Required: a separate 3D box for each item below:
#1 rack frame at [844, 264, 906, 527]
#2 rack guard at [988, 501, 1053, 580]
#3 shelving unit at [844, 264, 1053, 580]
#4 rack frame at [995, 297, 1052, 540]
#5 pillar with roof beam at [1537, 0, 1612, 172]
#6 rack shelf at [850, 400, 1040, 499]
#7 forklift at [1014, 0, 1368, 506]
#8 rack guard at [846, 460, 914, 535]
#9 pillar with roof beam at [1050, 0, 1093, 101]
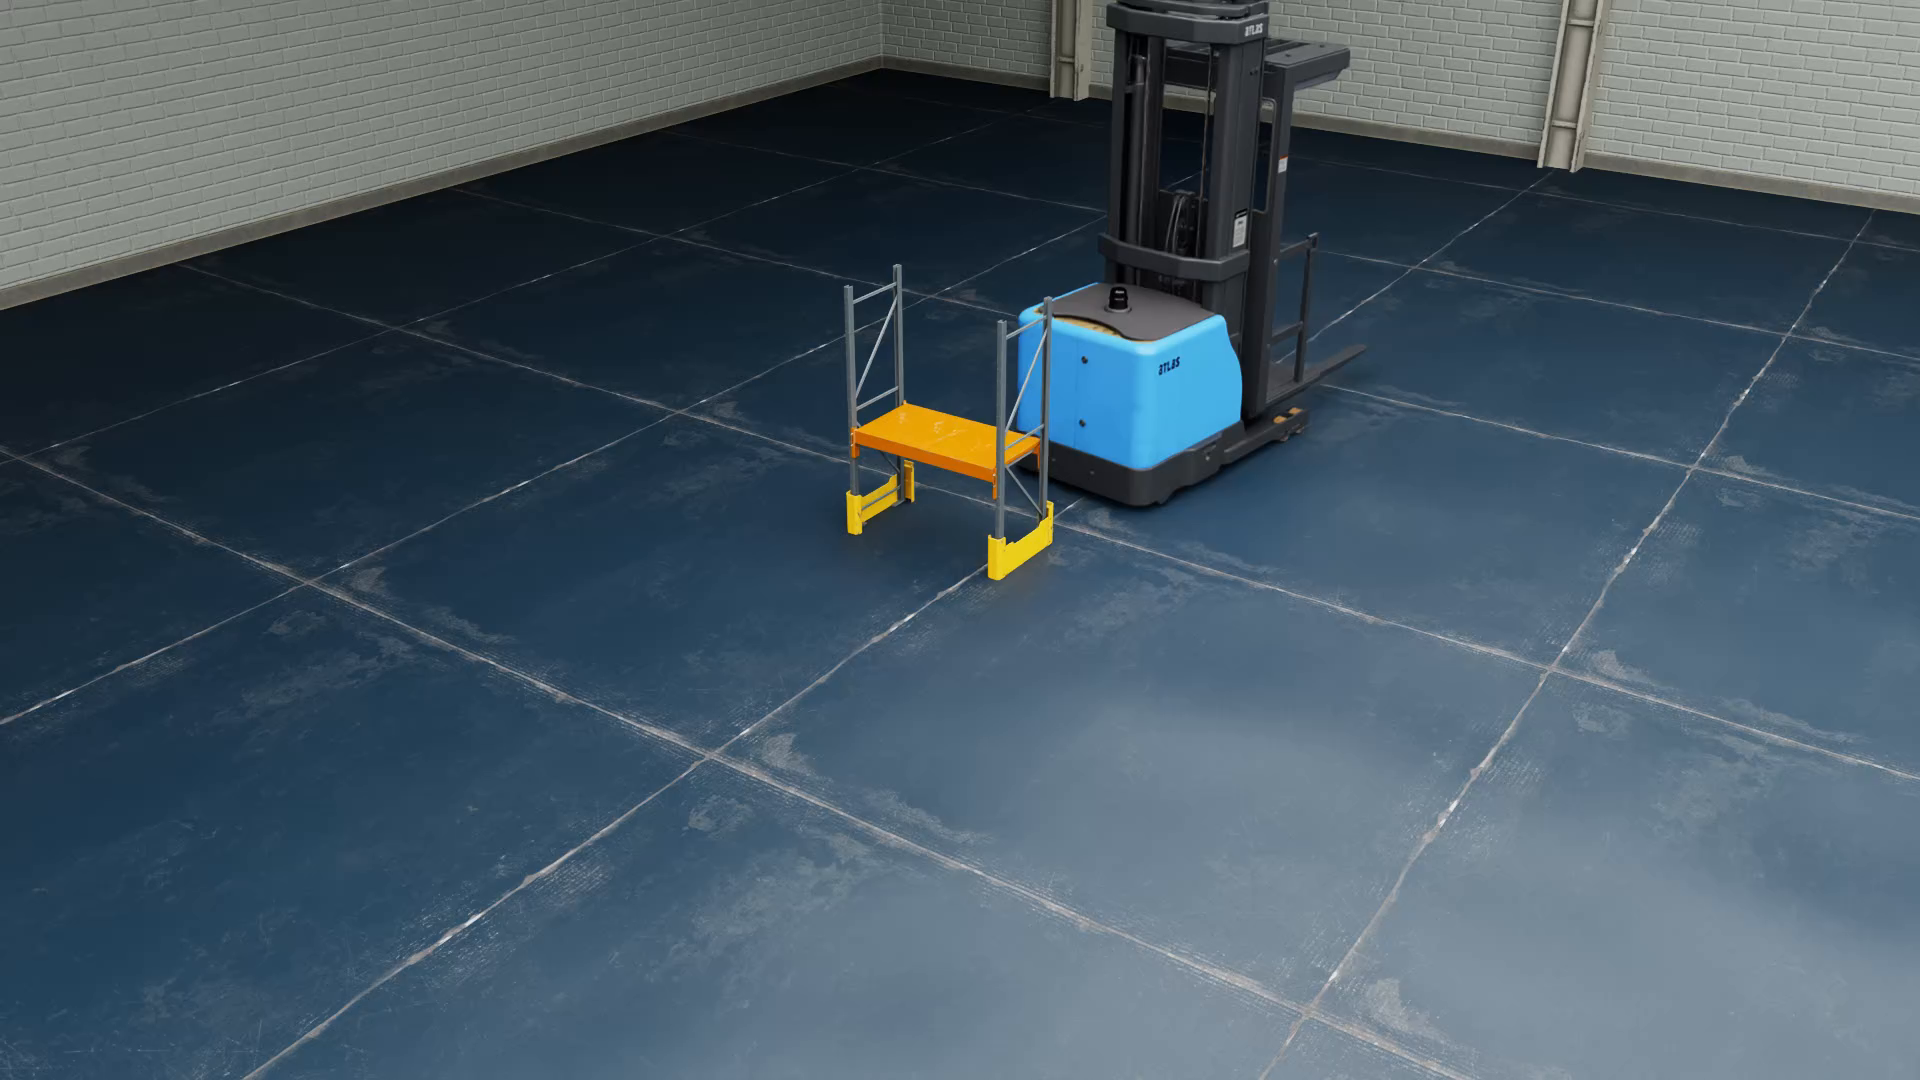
[{"bbox_3d":[-0.489,-0.821,9.709,0.032,1.500,0.500,17,32,30],"label":"rack frame"},{"bbox_3d":[0.348,-0.003,9.480,0.087,0.250,0.587,17,32,30],"label":"rack guard"},{"bbox_3d":[-0.063,-0.688,9.448,1.083,1.500,0.587,17,32,30],"label":"shelving unit"},{"bbox_3d":[0.349,-0.560,9.196,0.032,1.500,0.500,17,32,30],"label":"rack frame"},{"bbox_3d":[3.858,-6.319,12.246,0.400,9.000,9.100,17,32,30],"label":"pillar with roof beam"},{"bbox_3d":[-0.070,-0.530,9.534,1.000,0.185,0.538,17,32,30],"label":"rack shelf"},{"bbox_3d":[1.696,-2.096,10.637,1.130,2.935,3.031,22,34,36],"label":"forklift"},{"bbox_3d":[-0.473,-0.259,9.983,0.087,0.250,0.587,17,32,30],"label":"rack guard"},{"bbox_3d":[-1.087,-7.860,15.274,0.400,9.000,9.100,17,32,30],"label":"pillar with roof beam"}]
